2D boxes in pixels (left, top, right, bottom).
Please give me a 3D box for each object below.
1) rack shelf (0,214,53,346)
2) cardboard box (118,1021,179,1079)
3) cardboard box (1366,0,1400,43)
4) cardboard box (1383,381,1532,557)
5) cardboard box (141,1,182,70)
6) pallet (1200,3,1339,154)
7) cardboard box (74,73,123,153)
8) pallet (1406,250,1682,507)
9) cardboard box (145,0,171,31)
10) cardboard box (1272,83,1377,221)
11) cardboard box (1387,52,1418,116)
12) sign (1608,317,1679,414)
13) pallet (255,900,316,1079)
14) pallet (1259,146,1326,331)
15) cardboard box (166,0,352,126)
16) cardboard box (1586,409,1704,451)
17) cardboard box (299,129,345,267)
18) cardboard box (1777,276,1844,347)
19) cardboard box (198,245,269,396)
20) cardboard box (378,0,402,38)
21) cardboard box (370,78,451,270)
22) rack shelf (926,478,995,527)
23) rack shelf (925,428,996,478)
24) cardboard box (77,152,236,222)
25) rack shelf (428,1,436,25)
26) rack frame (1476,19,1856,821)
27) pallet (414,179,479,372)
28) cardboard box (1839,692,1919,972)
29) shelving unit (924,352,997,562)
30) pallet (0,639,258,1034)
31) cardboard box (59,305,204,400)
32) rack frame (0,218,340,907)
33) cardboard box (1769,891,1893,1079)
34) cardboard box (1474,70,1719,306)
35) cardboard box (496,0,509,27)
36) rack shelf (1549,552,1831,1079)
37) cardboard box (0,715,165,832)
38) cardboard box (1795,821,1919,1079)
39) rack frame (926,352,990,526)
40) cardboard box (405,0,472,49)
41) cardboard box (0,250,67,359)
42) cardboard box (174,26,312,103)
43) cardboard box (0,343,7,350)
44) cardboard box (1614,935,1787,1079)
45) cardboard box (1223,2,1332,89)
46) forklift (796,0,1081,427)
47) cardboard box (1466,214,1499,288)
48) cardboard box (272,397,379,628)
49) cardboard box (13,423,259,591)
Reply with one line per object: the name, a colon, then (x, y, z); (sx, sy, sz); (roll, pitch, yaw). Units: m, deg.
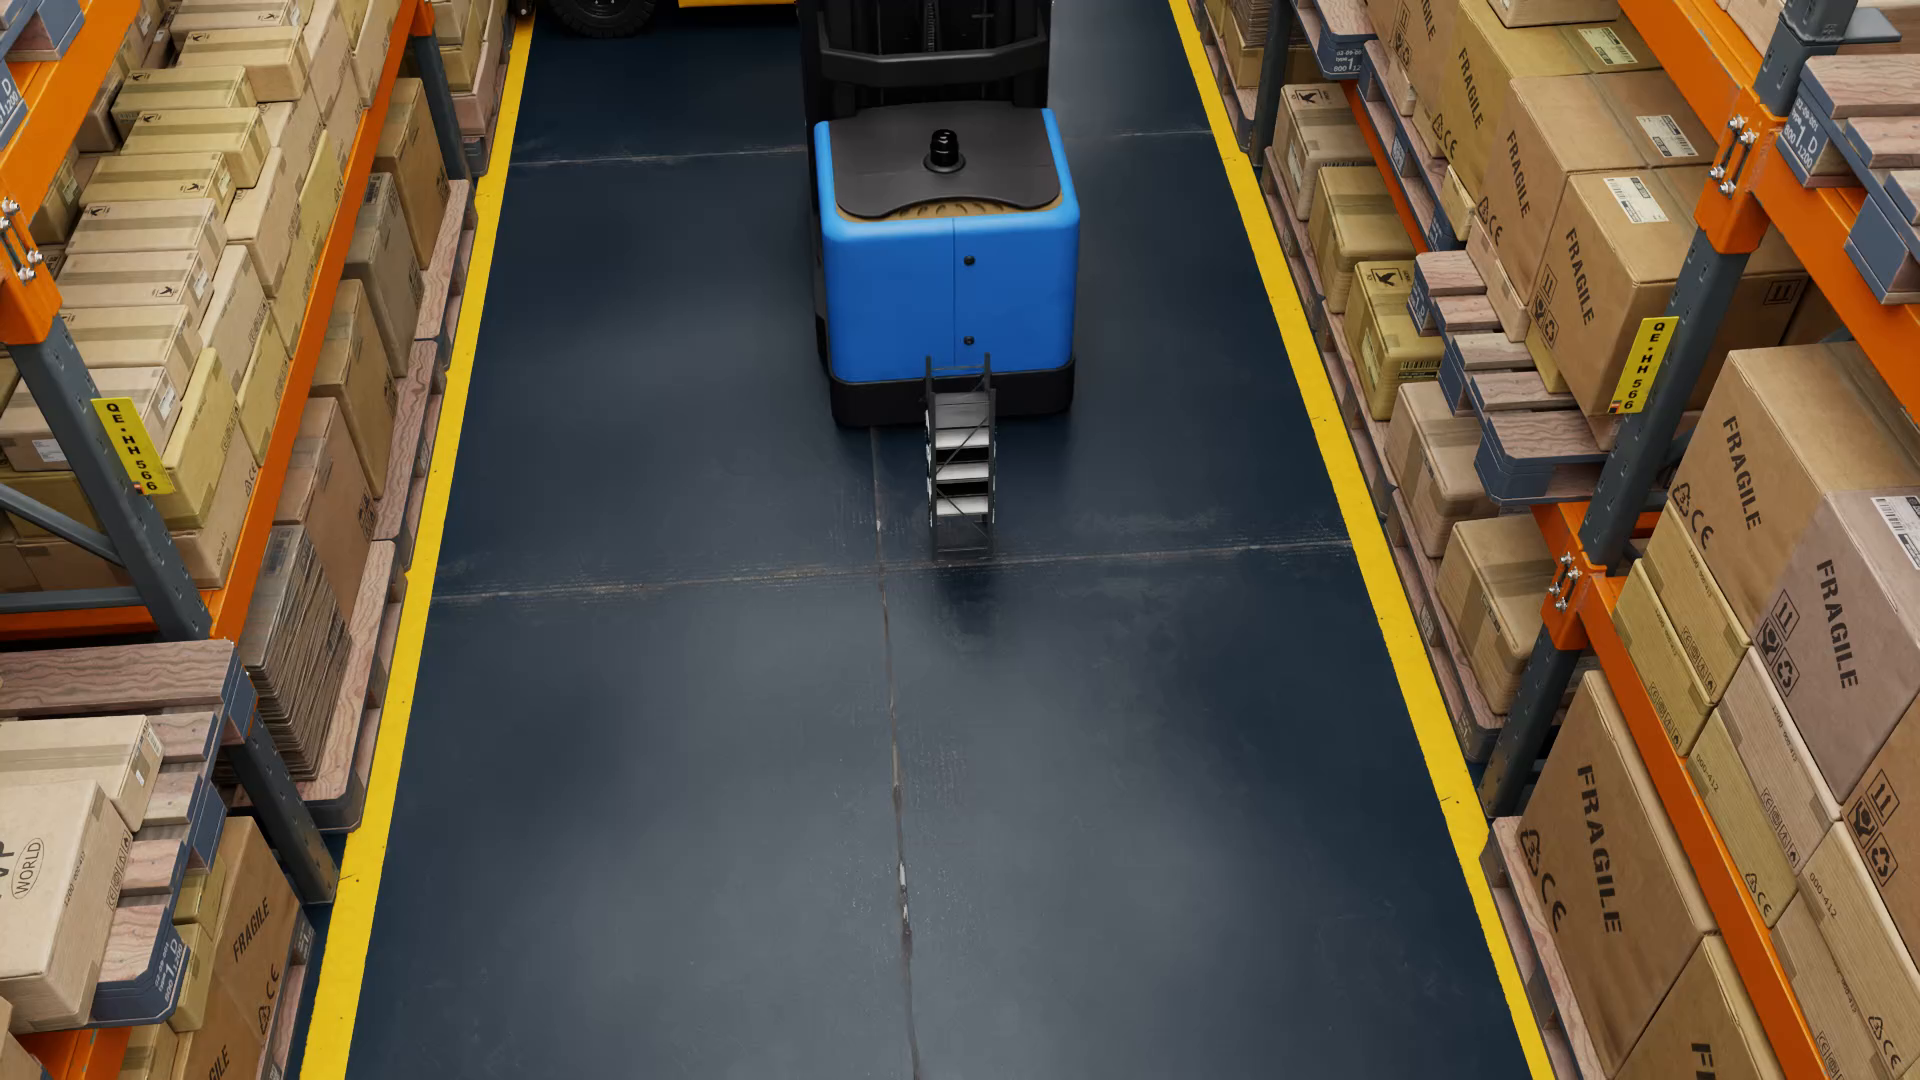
rack shelf: (-2.441, 0.842, 2.316); (1.077, 0.370, 4.000); (-3, 47, -3)
cardboard box: (-2.283, 1.402, 4.342); (0.380, 0.149, 0.250); (-5, 47, -5)
cardboard box: (1.826, -2.223, 6.226); (0.500, 0.500, 0.500); (-4, 47, -4)
cardboard box: (2.230, -0.309, 6.497); (0.950, 0.372, 0.625); (-4, 47, -4)
cardboard box: (-3.093, -1.716, 6.068); (0.500, 0.250, 0.500); (-5, 47, -4)
pallet: (1.911, -2.544, 9.014); (1.003, 0.211, 1.213); (-3, 47, -3)
cardboard box: (-2.985, -1.411, 5.505); (0.380, 0.149, 0.250); (-2, 47, -2)
pallet: (2.172, -0.568, 5.354); (1.213, 0.211, 1.003); (-3, 47, -3)
cardboard box: (-3.100, -1.962, 6.026); (0.380, 0.149, 0.250); (-4, 47, -3)
cardboard box: (2.049, -1.881, 7.986); (0.950, 0.372, 0.625); (-3, 47, -3)
cardboard box: (1.815, -1.713, 6.191); (0.380, 0.149, 0.250); (-2, 47, -2)
sign: (1.798, -0.456, 4.373); (0.100, 0.325, 0.005); (-3, 47, -3)
pallet: (-2.584, 1.681, 5.013); (1.003, 0.211, 1.213); (-3, 47, -3)
pallet: (2.069, -1.497, 8.022); (1.003, 0.211, 1.213); (-3, 47, -3)
cardboard box: (-2.560, -1.753, 6.104); (0.500, 0.250, 0.500); (-3, 47, -3)
cardboard box: (2.076, -0.406, 4.952); (0.380, 0.149, 0.250); (-2, 47, -2)
cardboard box: (-2.531, -1.217, 5.940); (0.500, 0.250, 0.500); (-2, 47, -2)
cardboard box: (2.530, -0.746, 4.827); (0.500, 0.500, 0.500); (-5, 47, -4)
cardboard box: (-2.443, -0.639, 5.048); (0.500, 0.250, 0.500); (-2, 47, -2)
cardboard box: (-2.640, -2.314, 6.979); (0.500, 0.250, 0.500); (-3, 47, -2)
cardboard box: (-2.888, -1.666, 7.608); (0.875, 0.625, 0.625); (-2, 47, -2)
rack shelf: (0.001, -0.157, 6.573); (0.258, 0.077, 0.200); (-3, 47, -3)
rack shelf: (0.001, -0.343, 6.377); (0.258, 0.077, 0.200); (-3, 47, -3)
cardboard box: (-2.498, -1.072, 5.184); (0.380, 0.149, 0.250); (-3, 47, -3)
rack shelf: (-3.111, -3.914, 8.887); (1.077, 0.370, 4.000); (-3, 47, -3)
rack frame: (2.338, -0.125, 4.803); (1.000, 3.000, 0.127); (-3, 47, -3)
pallet: (-2.843, -1.225, 7.765); (1.003, 0.211, 1.213); (-3, 47, -3)
cardboard box: (2.214, 0.602, 3.356); (0.500, 0.500, 0.500); (-2, 47, -2)
shelving unit: (0.001, -0.304, 6.418); (0.258, 0.900, 0.210); (-3, 47, -3)
pallet: (-2.482, 0.731, 4.124); (1.213, 0.211, 1.003); (-3, 47, -3)
cardboard box: (-2.365, -0.520, 4.661); (0.380, 0.149, 0.250); (-3, 47, -2)
rack frame: (-2.608, 0.179, 4.514); (1.000, 3.000, 0.127); (-3, 47, -3)
cardboard box: (2.226, 1.046, 3.797); (0.500, 0.250, 0.500); (-2, 47, -2)
cardboard box: (1.968, -1.092, 5.155); (0.500, 0.500, 0.500); (-4, 47, -4)
cardboard box: (-2.770, -3.021, 9.150); (0.500, 0.250, 0.500); (-3, 47, -3)
rack shelf: (2.505, 1.569, 3.693); (1.077, 0.370, 4.000); (-3, 47, -3)
cardboard box: (-2.171, 0.573, 4.025); (0.380, 0.149, 0.250); (-3, 47, -3)
cardboard box: (2.205, 0.872, 3.618); (0.500, 0.250, 0.500); (-4, 47, -3)
rack frame: (-0.008, -0.377, 6.487); (0.240, 0.900, 0.006); (-3, 47, -3)
cardboard box: (-2.671, -2.627, 8.087); (0.500, 0.250, 0.500); (-4, 47, -4)
cardboard box: (-2.967, -0.619, 5.029); (0.500, 0.250, 0.500); (-3, 47, -3)
cardboard box: (-2.458, -1.629, 5.711); (0.380, 0.149, 0.250); (-5, 47, -4)
cardboard box: (-2.931, -0.675, 4.808); (0.380, 0.149, 0.250); (-4, 47, -3)
cardboard box: (2.383, 1.611, 4.332); (0.875, 0.875, 0.875); (-3, 47, -3)
cardboard box: (1.685, -2.629, 8.779); (0.500, 0.250, 0.500); (-2, 47, -1)
forklift: (-0.179, -2.568, 7.163); (1.130, 2.935, 3.031); (-4, 47, -4)
cardboard box: (1.902, -0.958, 5.475); (0.380, 0.149, 0.250); (-5, 47, -5)
cardboard box: (-2.710, -0.073, 6.099); (0.875, 0.625, 0.625); (-2, 47, -2)
cardboard box: (-2.402, -0.105, 4.887); (0.500, 0.250, 0.500); (-3, 47, -3)
